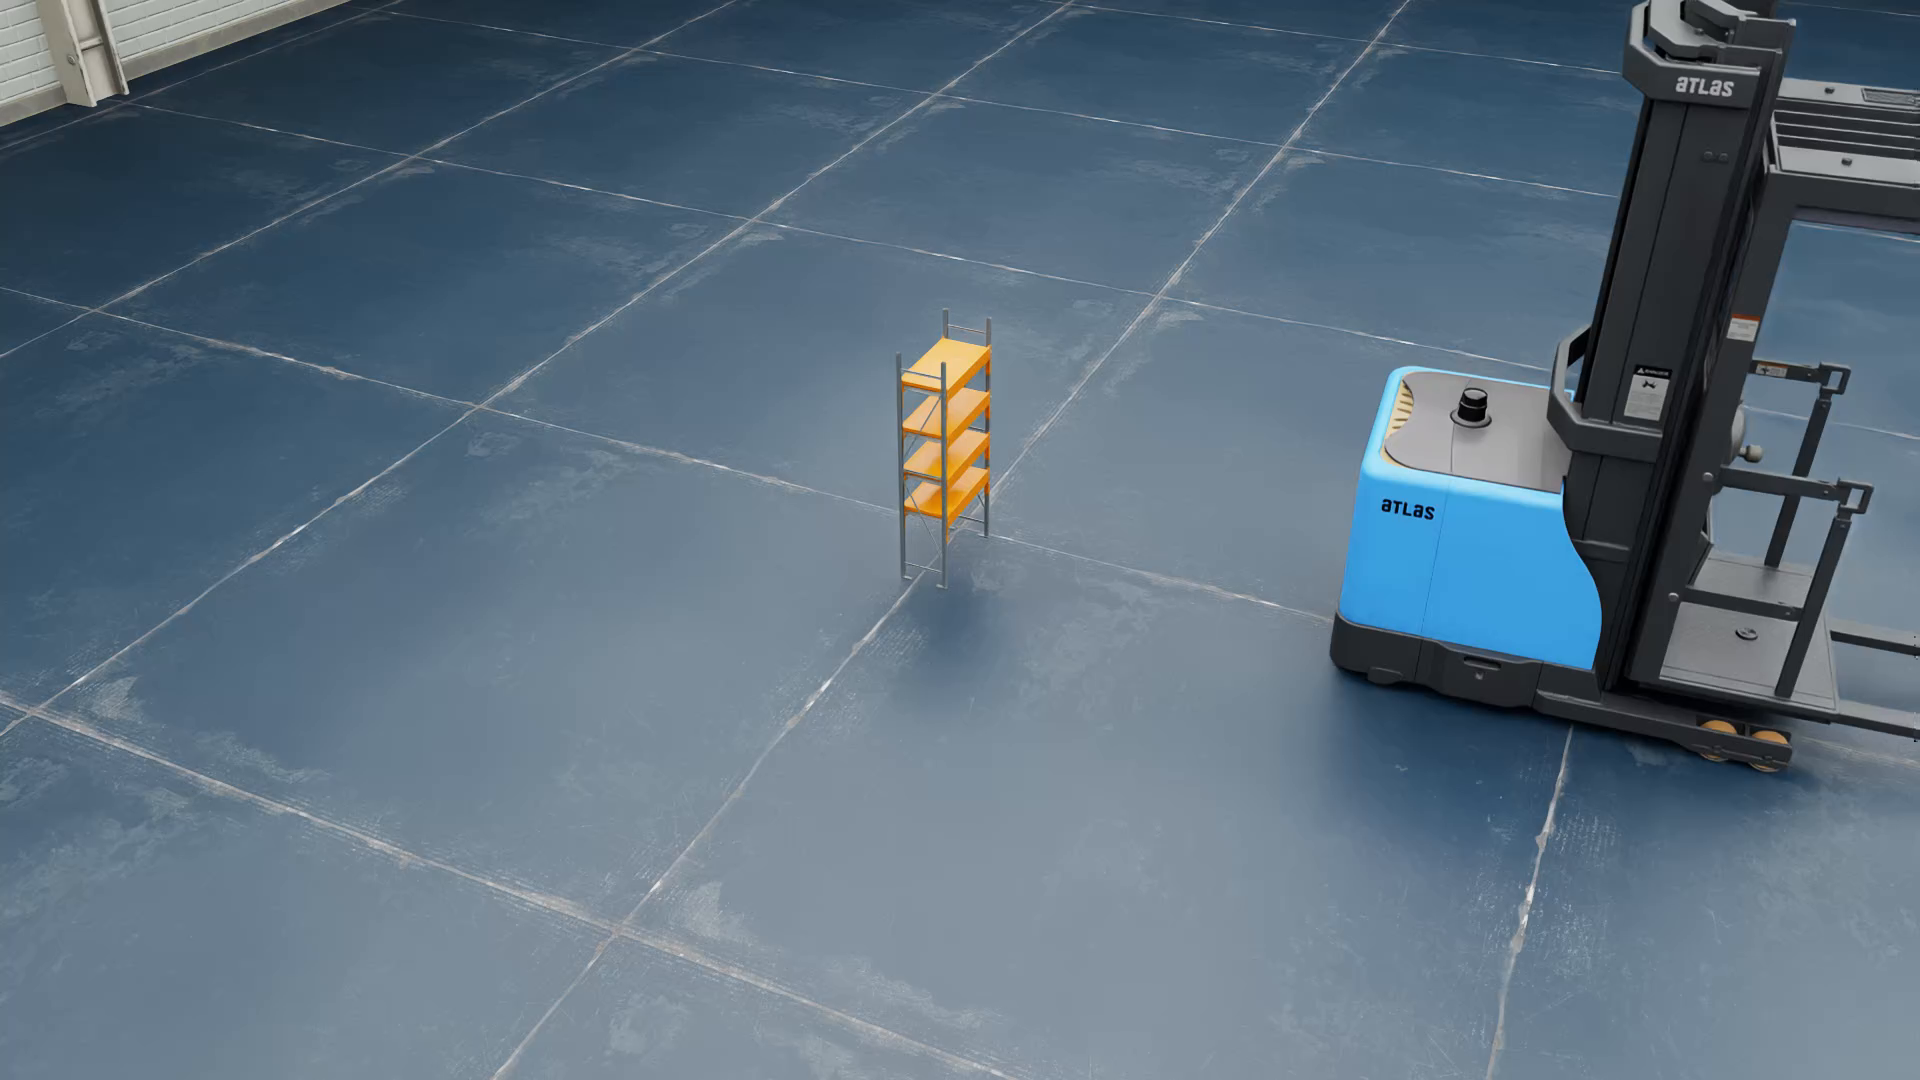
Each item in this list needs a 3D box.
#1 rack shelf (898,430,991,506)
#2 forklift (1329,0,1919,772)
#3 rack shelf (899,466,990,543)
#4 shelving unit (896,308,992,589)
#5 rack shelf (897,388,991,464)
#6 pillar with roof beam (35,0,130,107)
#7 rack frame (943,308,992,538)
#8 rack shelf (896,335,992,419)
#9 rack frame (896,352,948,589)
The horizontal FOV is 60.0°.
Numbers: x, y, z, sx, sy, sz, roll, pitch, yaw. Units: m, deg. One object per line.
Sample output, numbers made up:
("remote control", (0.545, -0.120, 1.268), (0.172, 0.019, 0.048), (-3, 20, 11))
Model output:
("rack shelf", (-0.069, -0.363, 7.832), (0.258, 0.148, 0.480), (14, 36, 20))
("forklift", (3.205, -0.608, 6.504), (3.031, 2.935, 1.130), (11, 35, 16))
("rack shelf", (-0.069, -0.197, 7.941), (0.258, 0.148, 0.480), (14, 36, 20))
("shelving unit", (-0.069, -0.419, 7.795), (0.258, 1.200, 0.503), (14, 36, 20))
("rack shelf", (-0.069, -0.550, 7.710), (0.258, 0.148, 0.480), (14, 36, 20))
("pillar with roof beam", (-3.290, -6.471, 9.913), (9.100, 9.000, 0.400), (14, 36, 20))
("rack frame", (0.033, -0.541, 7.981), (0.240, 1.200, 0.015), (14, 36, 20))
("rack shelf", (-0.069, -0.748, 7.580), (0.258, 0.148, 0.480), (14, 36, 20))
("rack frame", (-0.171, -0.298, 7.610), (0.240, 1.200, 0.015), (14, 36, 20))
